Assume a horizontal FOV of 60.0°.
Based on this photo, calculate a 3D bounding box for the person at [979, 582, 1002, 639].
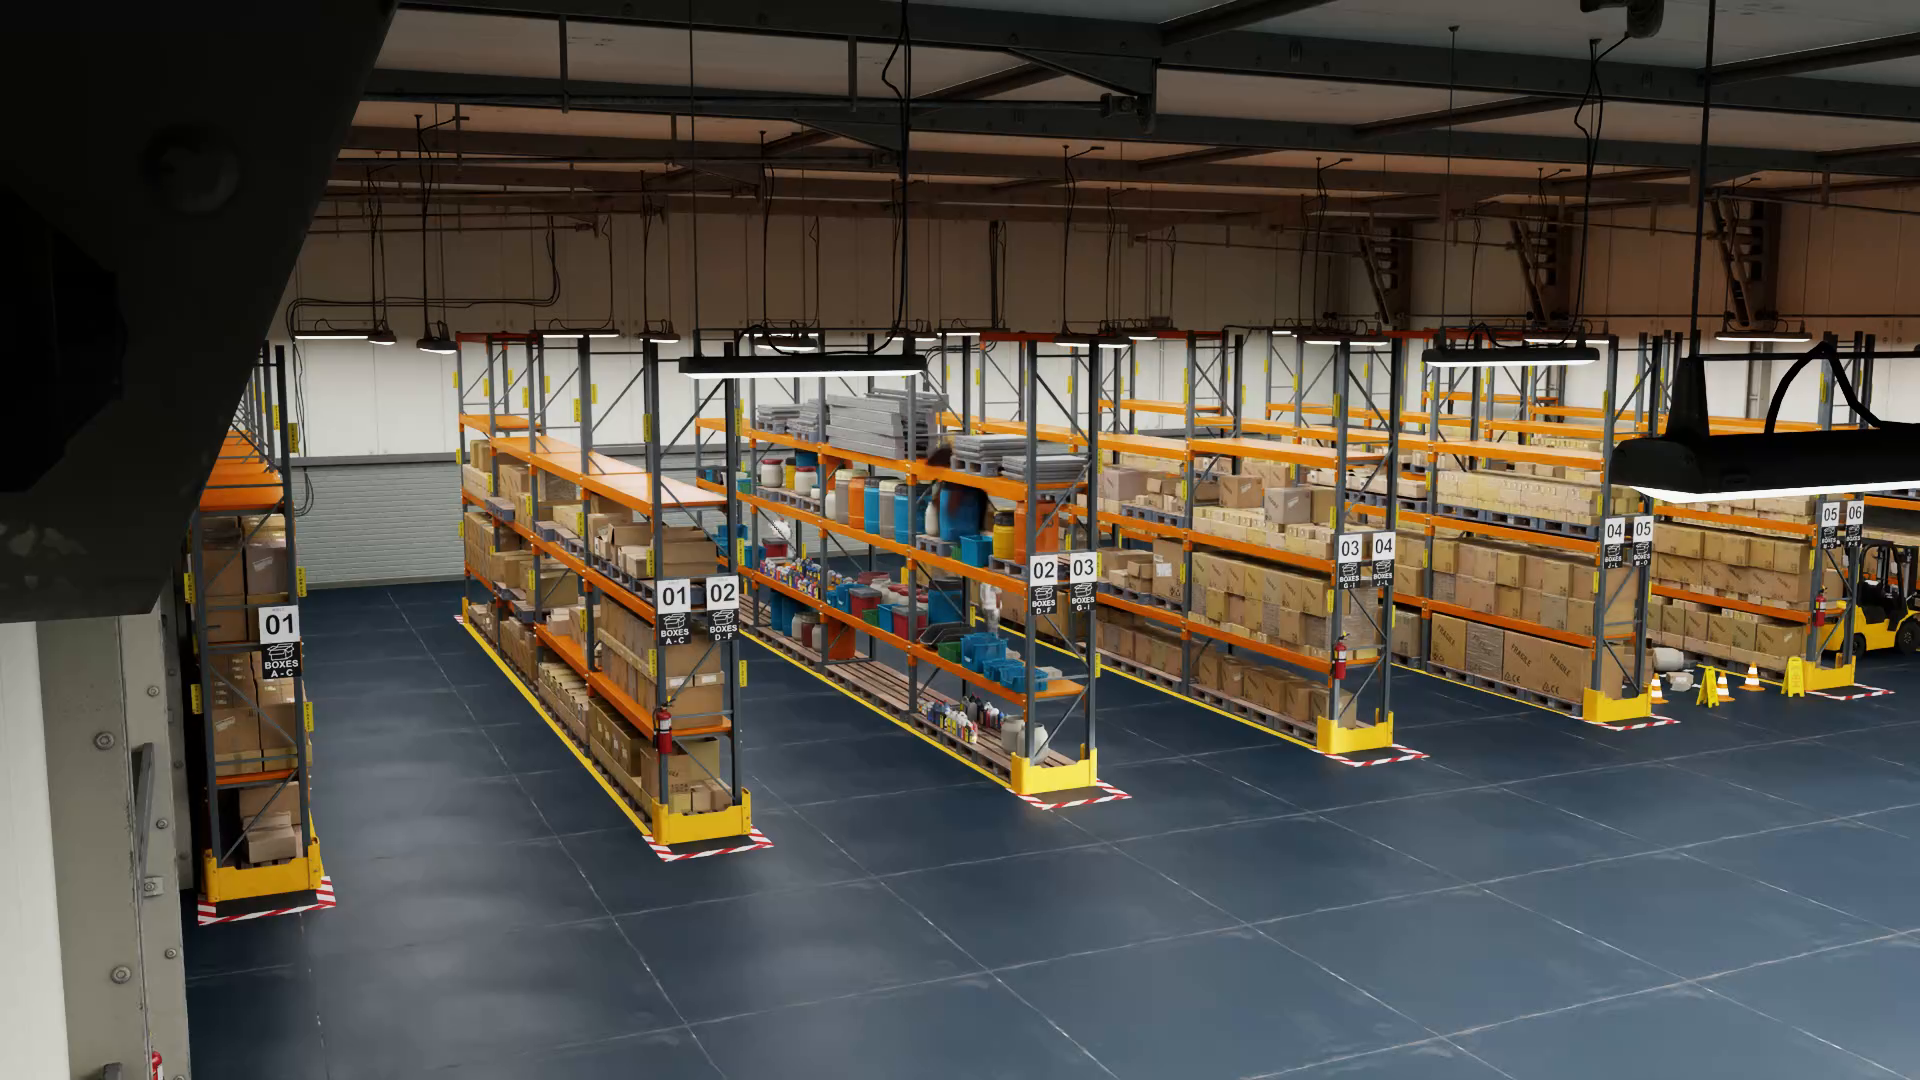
[{"bbox_3d":[0.553,1.289,30.829,0.393,1.797,0.647,-4,9,-26],"label":"person"}]

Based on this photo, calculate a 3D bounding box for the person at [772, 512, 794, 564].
[{"bbox_3d":[-4.295,0.125,39.618,0.894,1.718,0.591,0,8,-1],"label":"person"}]
